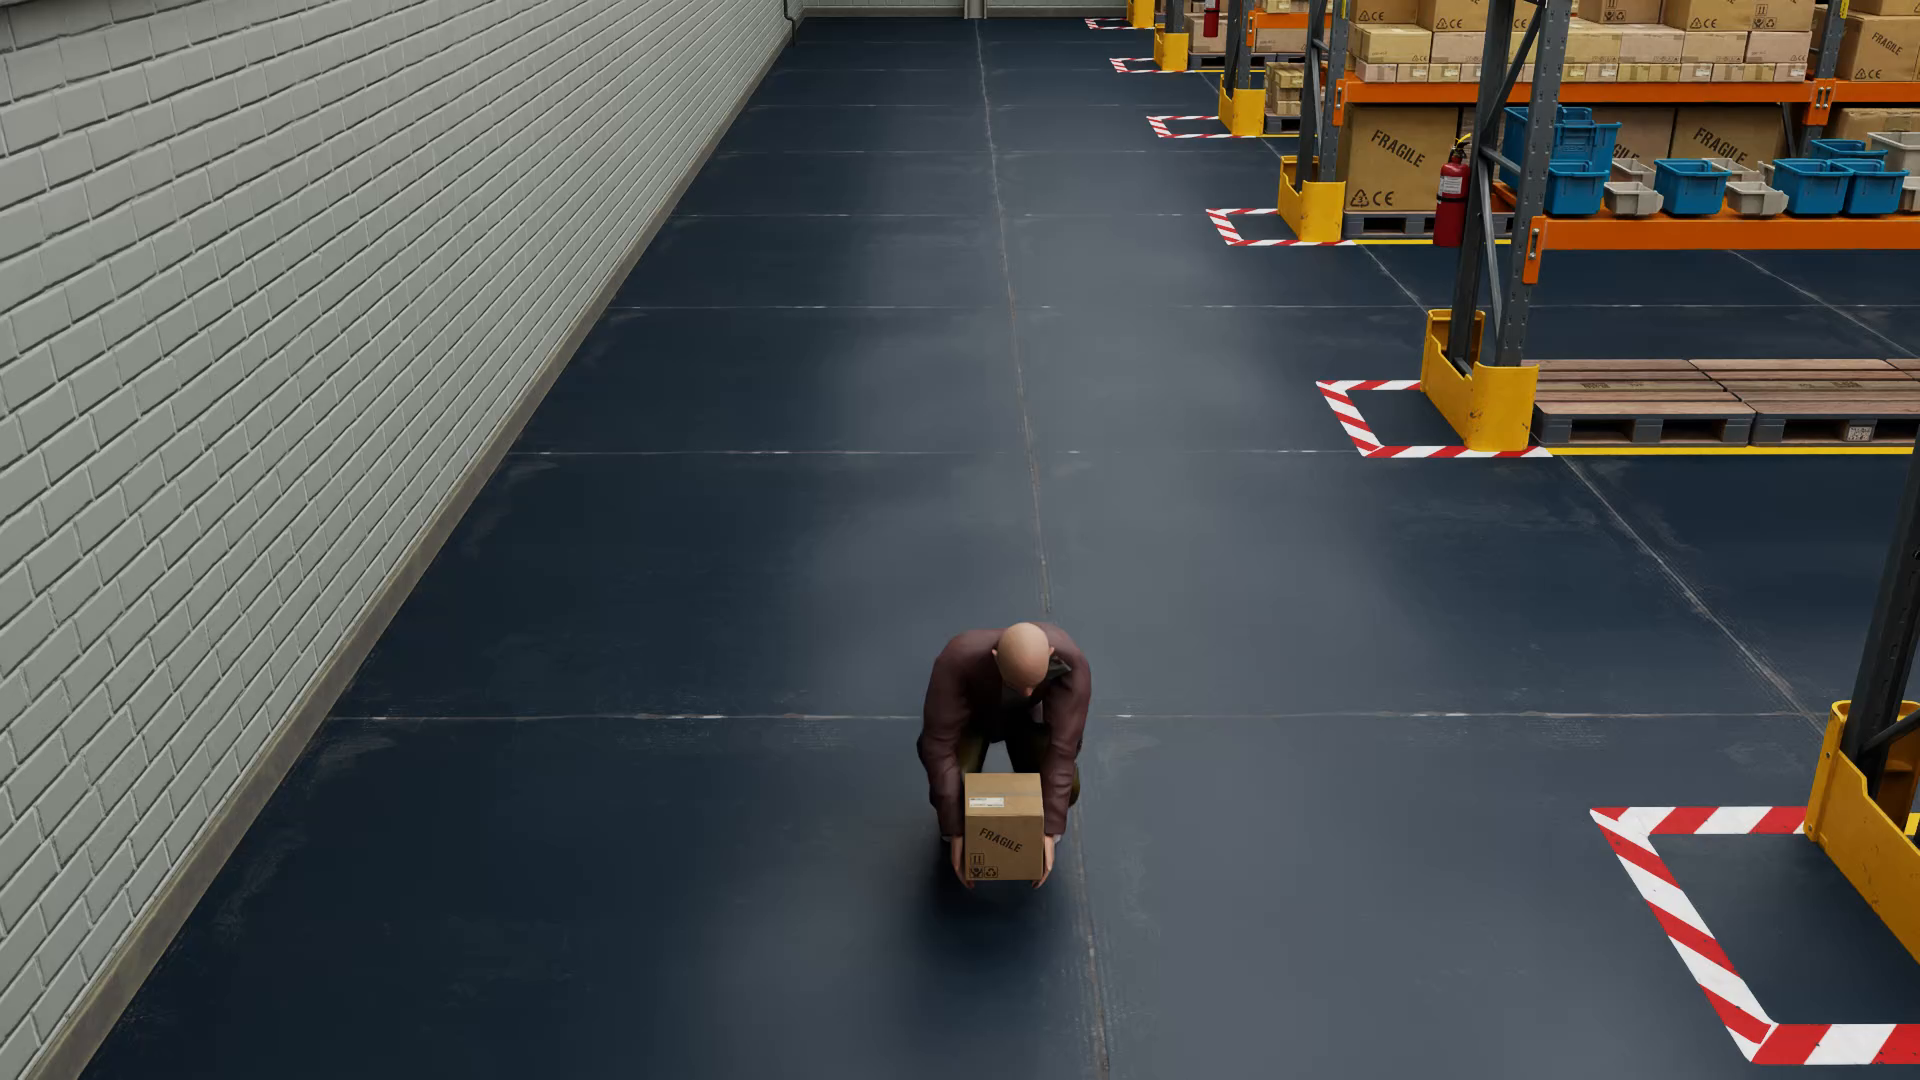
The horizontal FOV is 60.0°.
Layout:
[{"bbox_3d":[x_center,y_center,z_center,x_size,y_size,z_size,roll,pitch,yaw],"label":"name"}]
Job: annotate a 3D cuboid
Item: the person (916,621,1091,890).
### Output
[{"bbox_3d":[0.144,0.637,5.661,0.590,0.989,0.902,0,24,-1],"label":"person"}]
